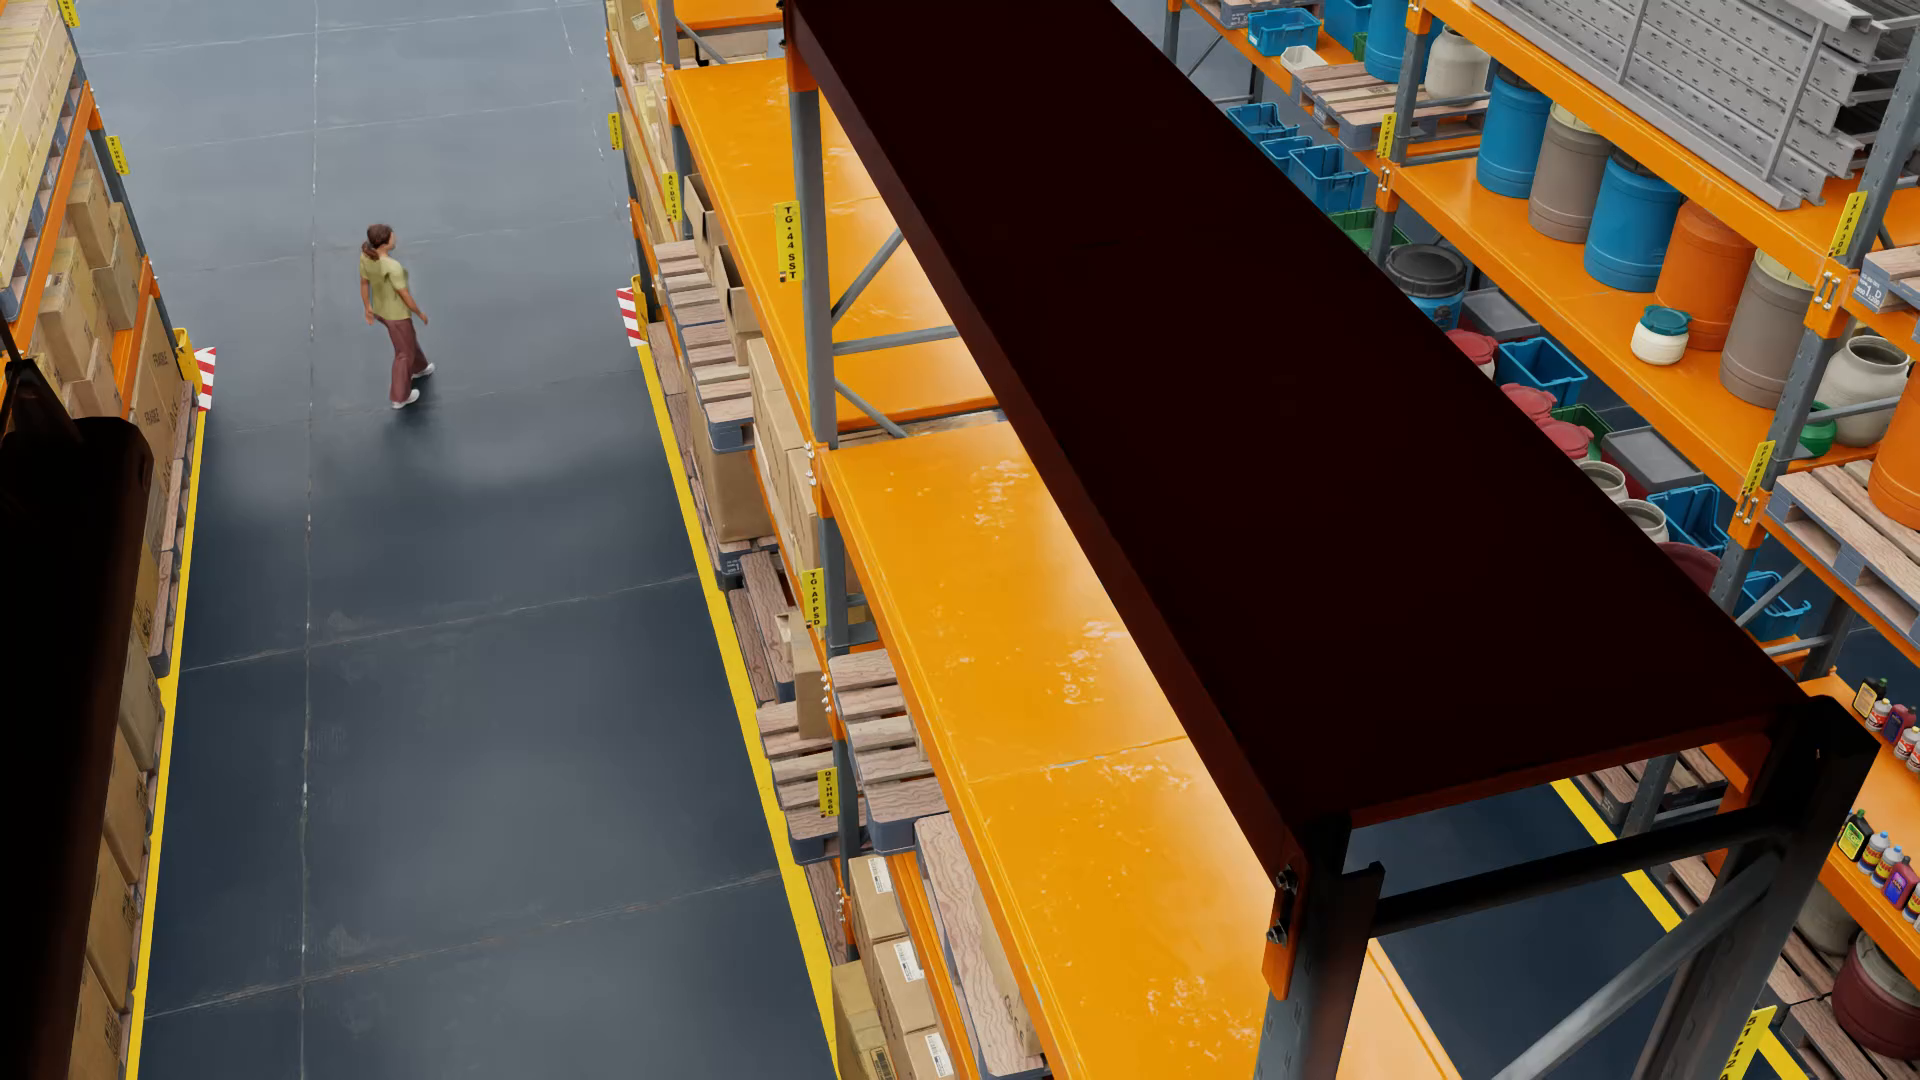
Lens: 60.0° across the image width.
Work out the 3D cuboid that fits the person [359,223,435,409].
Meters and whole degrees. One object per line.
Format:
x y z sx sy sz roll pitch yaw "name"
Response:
-4.678 -1.933 13.924 0.560 1.673 0.670 26 45 29 "person"
